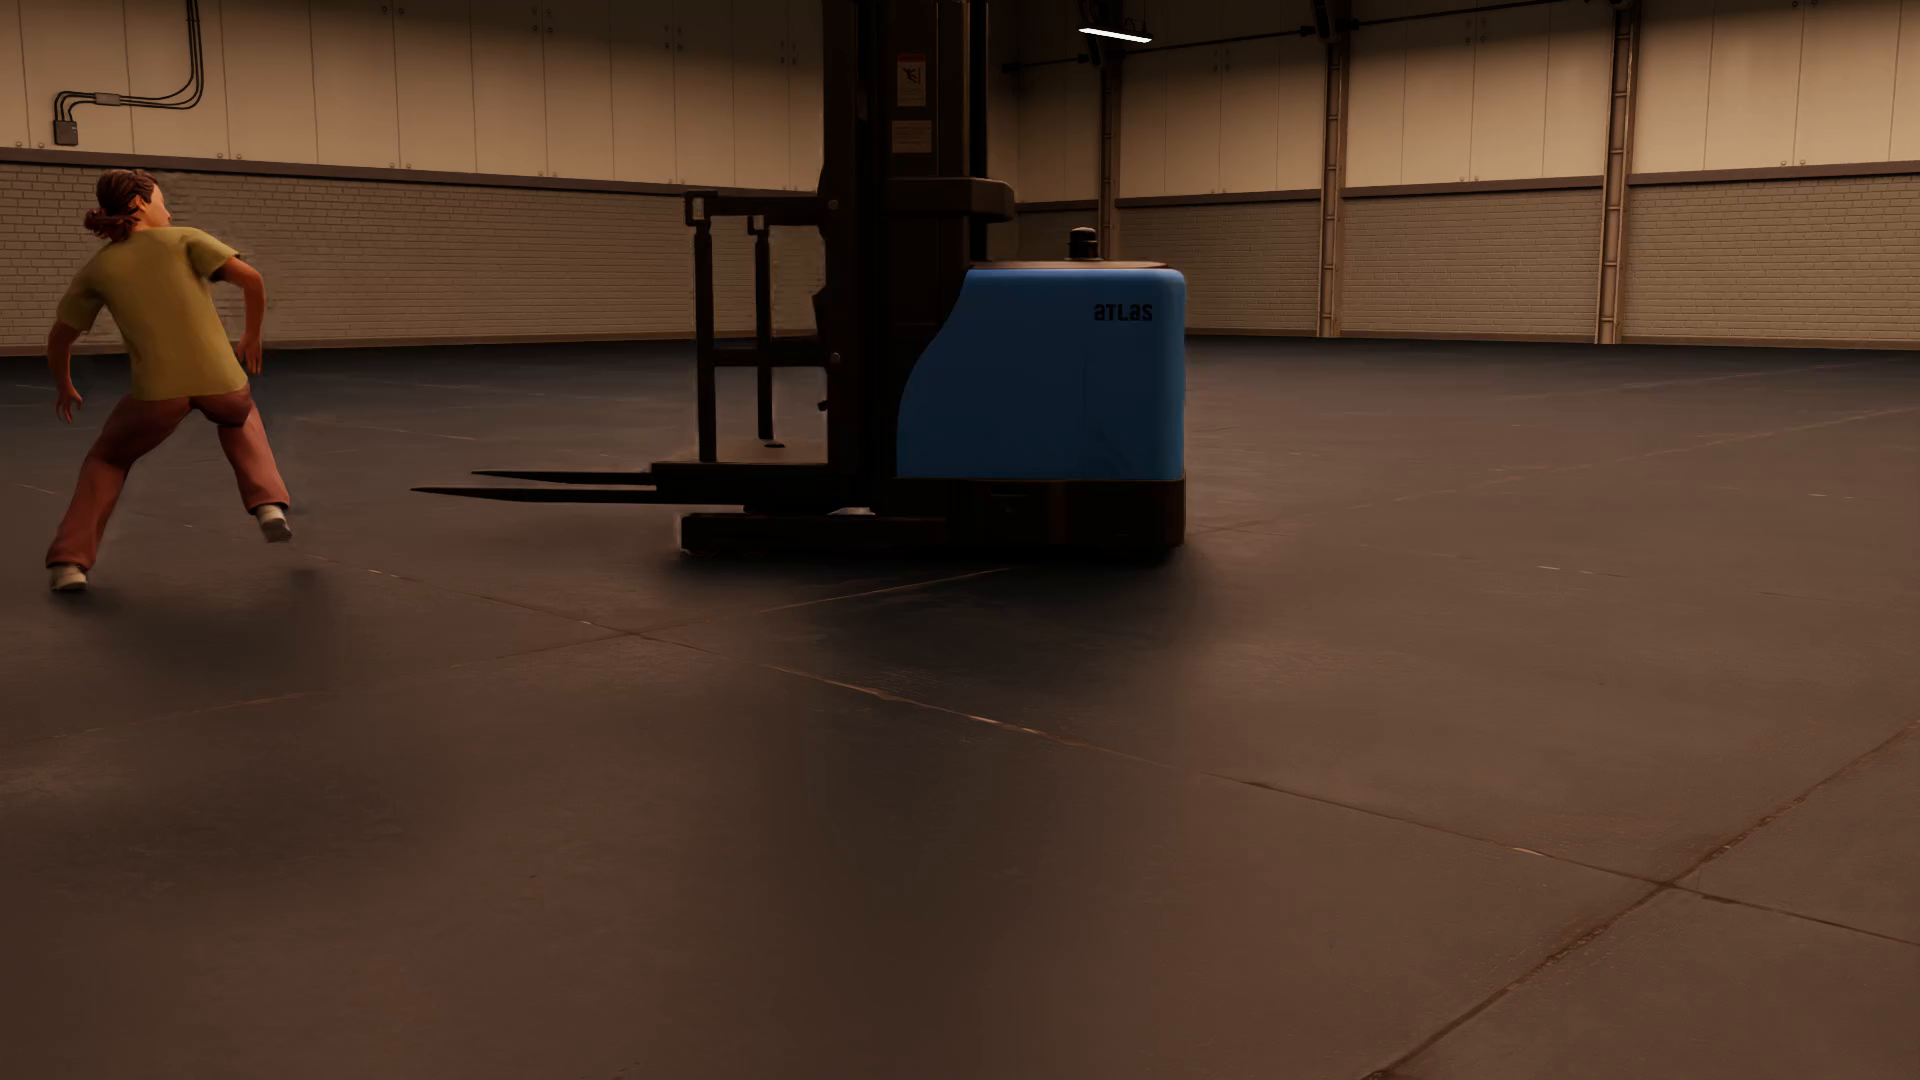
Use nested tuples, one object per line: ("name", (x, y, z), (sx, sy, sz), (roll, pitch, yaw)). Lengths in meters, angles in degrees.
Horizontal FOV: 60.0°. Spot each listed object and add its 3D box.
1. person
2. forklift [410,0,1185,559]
("person", (-2.751, -0.543, 5.720), (0.793, 1.446, 0.596), (-4, 9, -24))
("forklift", (-0.633, -1.456, 6.546), (3.031, 2.935, 1.130), (1, 9, 6))
